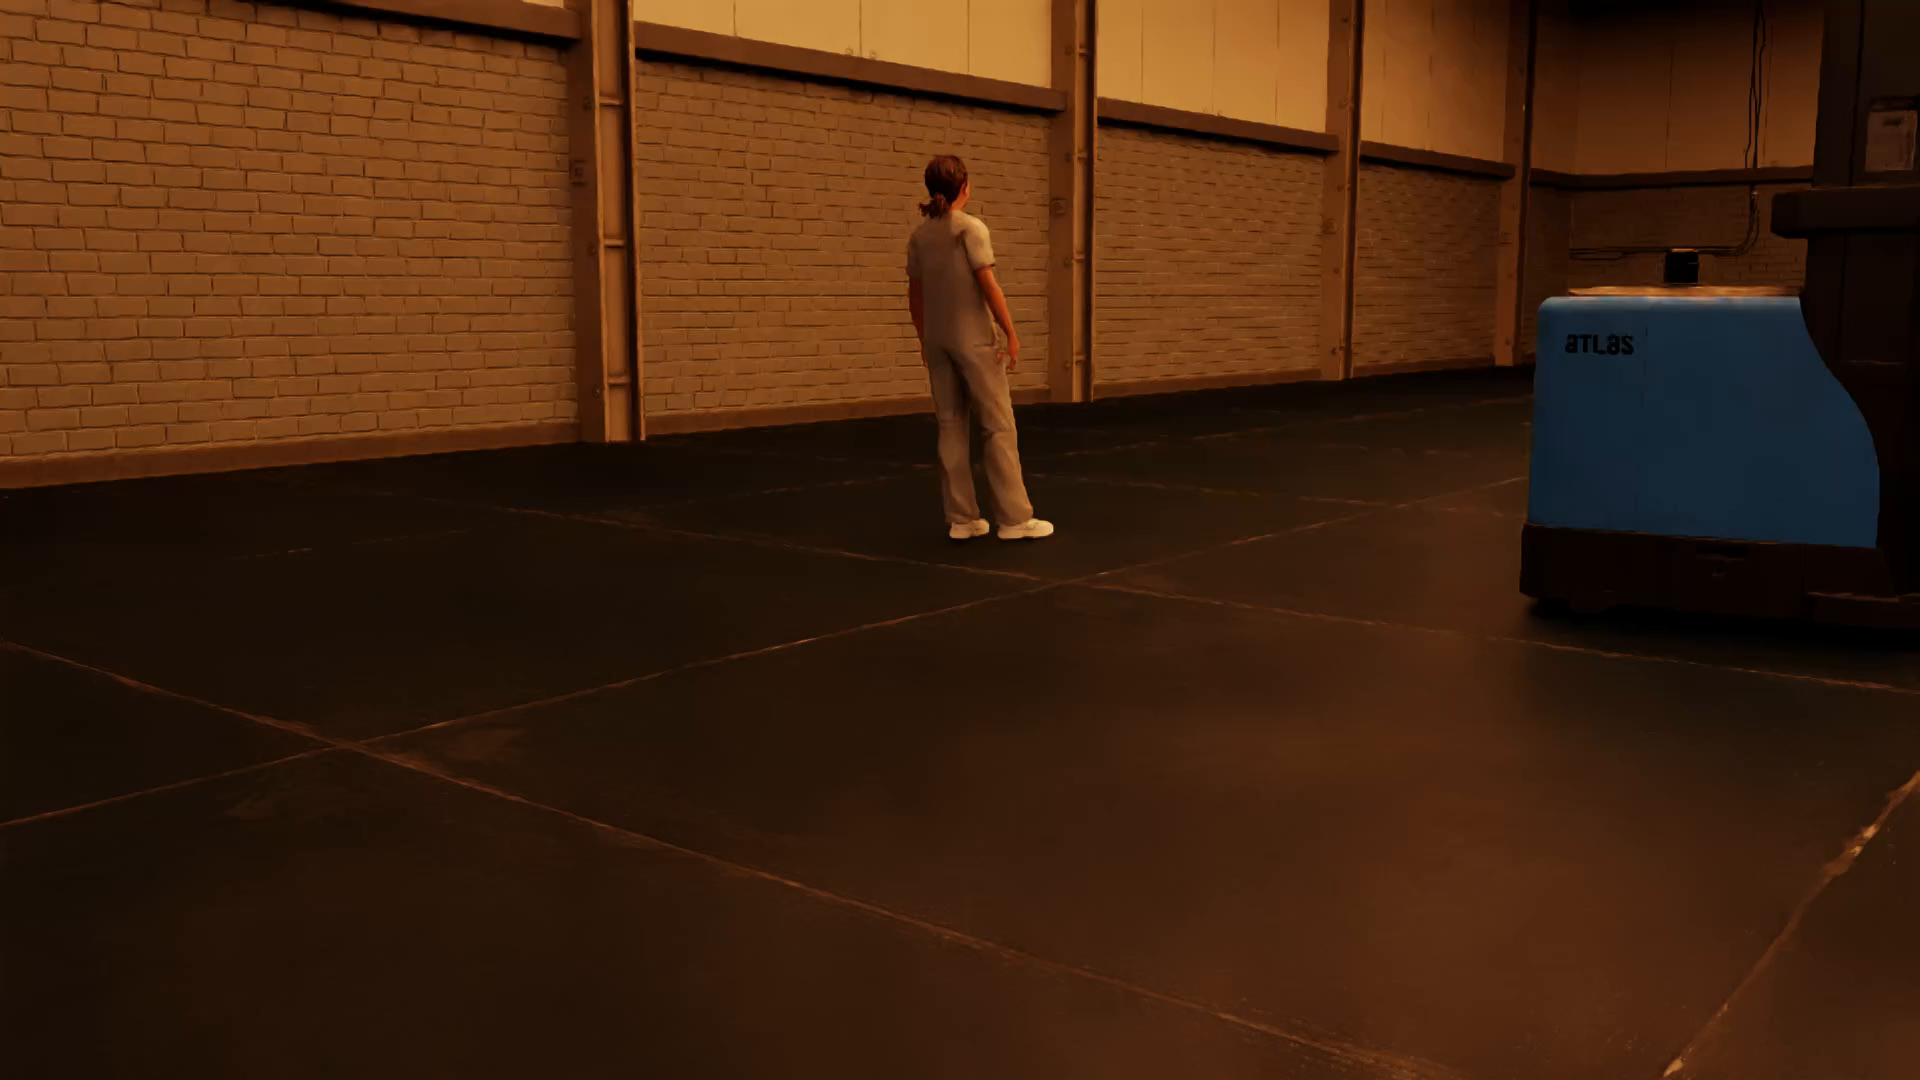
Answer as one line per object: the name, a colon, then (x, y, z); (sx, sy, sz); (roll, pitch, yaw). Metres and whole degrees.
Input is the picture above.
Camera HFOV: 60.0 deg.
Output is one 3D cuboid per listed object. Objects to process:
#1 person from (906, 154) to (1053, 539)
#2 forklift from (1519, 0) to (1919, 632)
person: (0.057, -0.843, 7.331); (0.550, 1.674, 0.548); (7, 11, 38)
forklift: (3.448, -1.148, 5.126); (3.031, 2.935, 1.130); (5, 10, 30)
